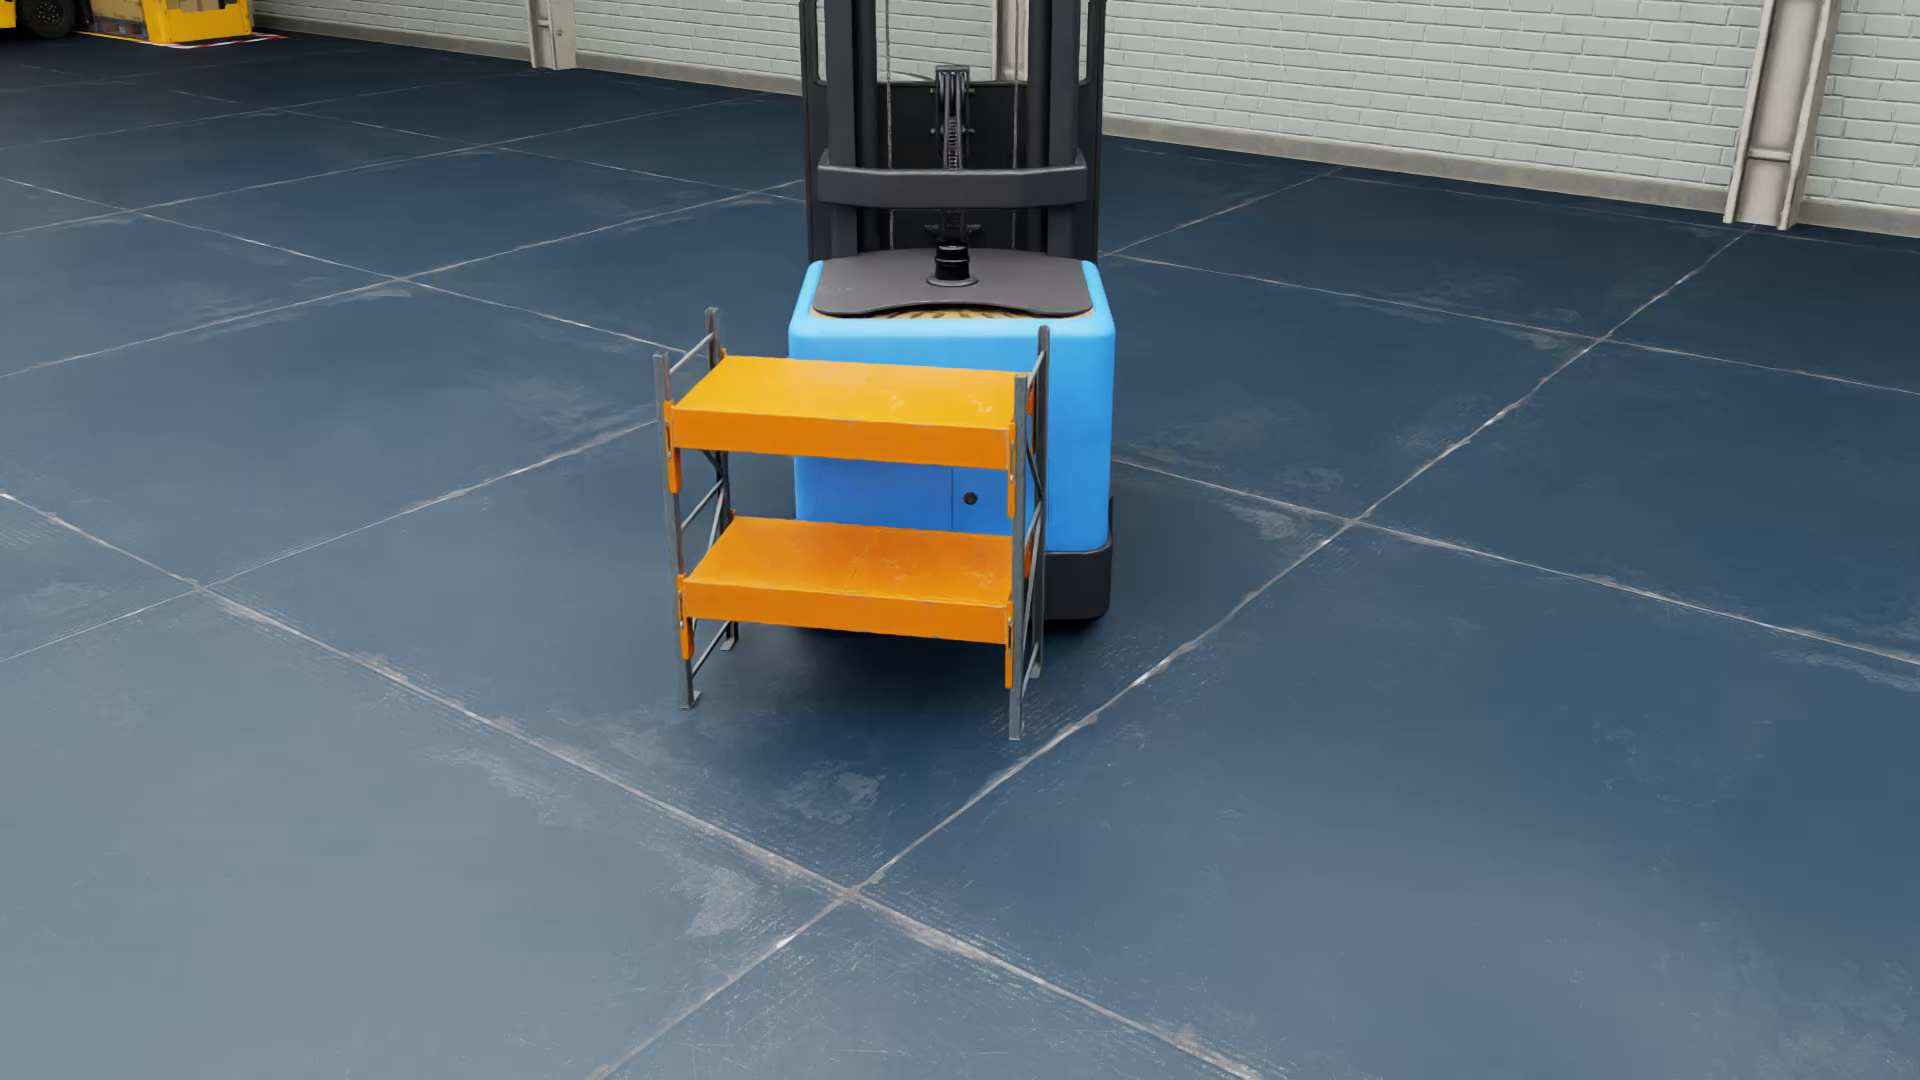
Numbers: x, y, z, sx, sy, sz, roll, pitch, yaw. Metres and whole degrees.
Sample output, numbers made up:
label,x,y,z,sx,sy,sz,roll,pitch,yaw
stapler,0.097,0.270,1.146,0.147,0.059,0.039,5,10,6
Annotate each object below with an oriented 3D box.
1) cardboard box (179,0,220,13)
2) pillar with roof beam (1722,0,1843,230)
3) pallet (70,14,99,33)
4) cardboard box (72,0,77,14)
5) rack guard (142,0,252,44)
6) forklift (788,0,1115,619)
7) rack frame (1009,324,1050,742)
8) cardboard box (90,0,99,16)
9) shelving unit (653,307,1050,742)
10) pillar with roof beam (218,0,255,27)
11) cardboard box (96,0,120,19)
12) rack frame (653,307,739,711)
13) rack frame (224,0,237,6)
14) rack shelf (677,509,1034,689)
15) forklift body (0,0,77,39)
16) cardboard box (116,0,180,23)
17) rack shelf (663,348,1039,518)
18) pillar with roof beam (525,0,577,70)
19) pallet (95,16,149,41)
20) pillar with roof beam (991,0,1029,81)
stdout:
label,x,y,z,sx,sy,sz,roll,pitch,yaw
cardboard box,-9.352,-6.493,20.156,0.500,0.250,0.500,17,29,34
pillar with roof beam,2.729,-4.840,6.074,0.400,9.000,9.100,17,29,33
pallet,-10.685,-6.568,20.895,1.213,0.211,1.003,17,29,33
cardboard box,-10.857,-6.688,20.599,0.500,0.250,0.500,18,29,35
rack guard,-9.057,-6.228,19.764,0.348,0.500,1.175,17,29,33
forklift,-0.028,-1.624,6.300,1.130,2.935,3.031,0,24,0
rack frame,0.205,-0.021,4.901,0.032,1.125,0.500,4,24,10
cardboard box,-10.428,-6.570,20.331,0.500,0.250,0.500,17,29,34
shelving unit,-0.294,-0.058,4.986,1.048,1.125,0.538,4,24,10
pillar with roof beam,-11.674,-9.193,15.953,0.400,9.000,9.100,17,29,33
cardboard box,-10.034,-6.446,20.049,0.500,0.250,0.500,17,29,33
rack frame,-0.794,-0.095,5.070,0.032,1.125,0.500,4,24,10
rack frame,-9.076,-7.377,19.273,0.127,3.000,1.000,17,29,33
rack shelf,-0.294,0.166,5.084,1.000,0.278,0.538,4,24,10
forklift body,-11.687,-6.859,19.149,1.214,2.155,2.313,17,29,33
cardboard box,-9.641,-6.323,19.770,0.500,0.250,0.500,17,29,34
rack shelf,-0.294,-0.326,4.868,1.000,0.278,0.538,4,24,10
pillar with roof beam,-6.873,-7.742,12.660,0.400,9.000,9.100,17,29,33
pallet,-9.713,-6.273,20.225,1.213,0.211,1.003,17,29,33
pillar with roof beam,-2.072,-6.291,9.367,0.400,9.000,9.100,17,29,33
